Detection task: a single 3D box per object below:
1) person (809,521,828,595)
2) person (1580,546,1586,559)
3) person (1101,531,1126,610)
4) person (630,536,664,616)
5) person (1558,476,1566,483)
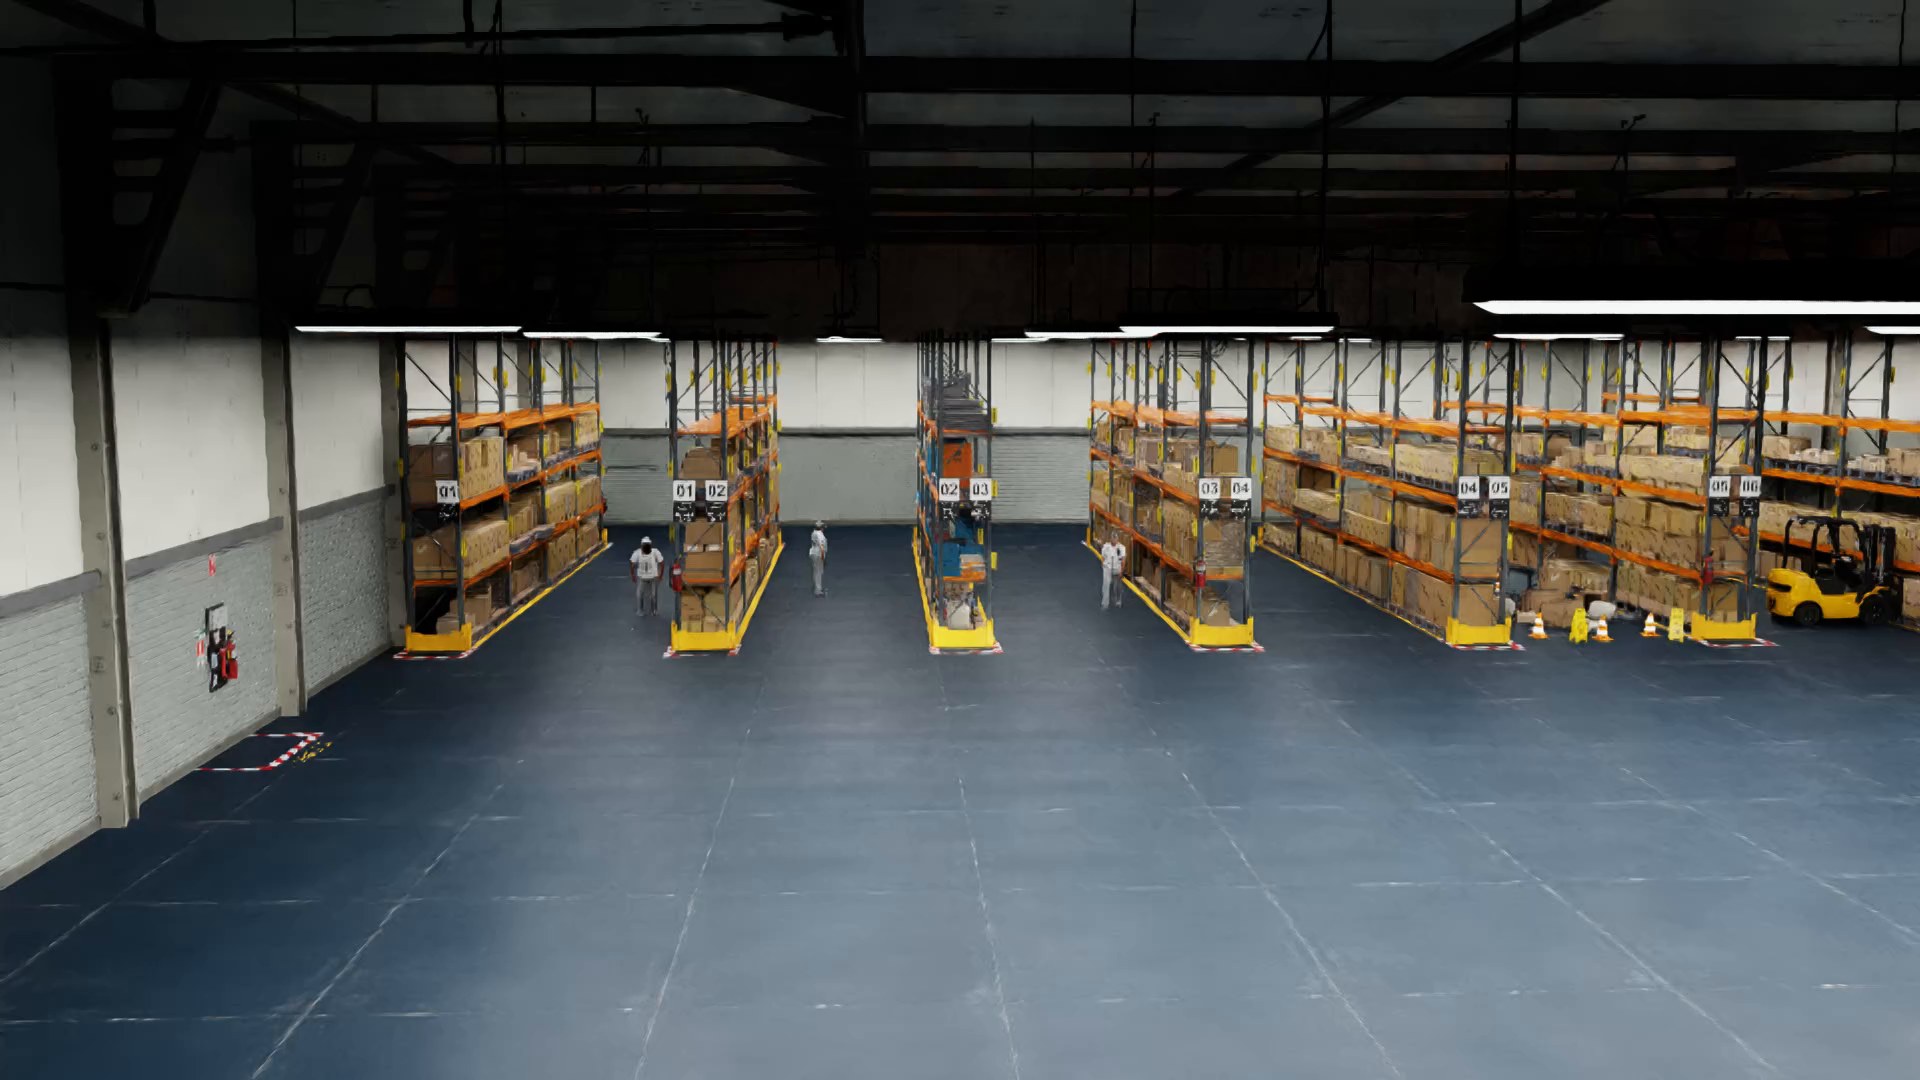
[{"bbox_3d":[-3.213,0.393,38.158,0.463,1.673,0.577,-4,8,-28],"label":"person"},{"bbox_3d":[16.265,-0.270,43.808,0.545,1.652,0.574,3,8,26],"label":"person"},{"bbox_3d":[3.310,0.645,35.822,0.535,1.694,1.028,1,7,8],"label":"person"},{"bbox_3d":[-6.579,0.766,34.956,0.719,1.714,0.578,-1,7,-4],"label":"person"},{"bbox_3d":[18.108,-1.053,49.903,0.389,1.779,0.637,-5,8,-36],"label":"person"}]
